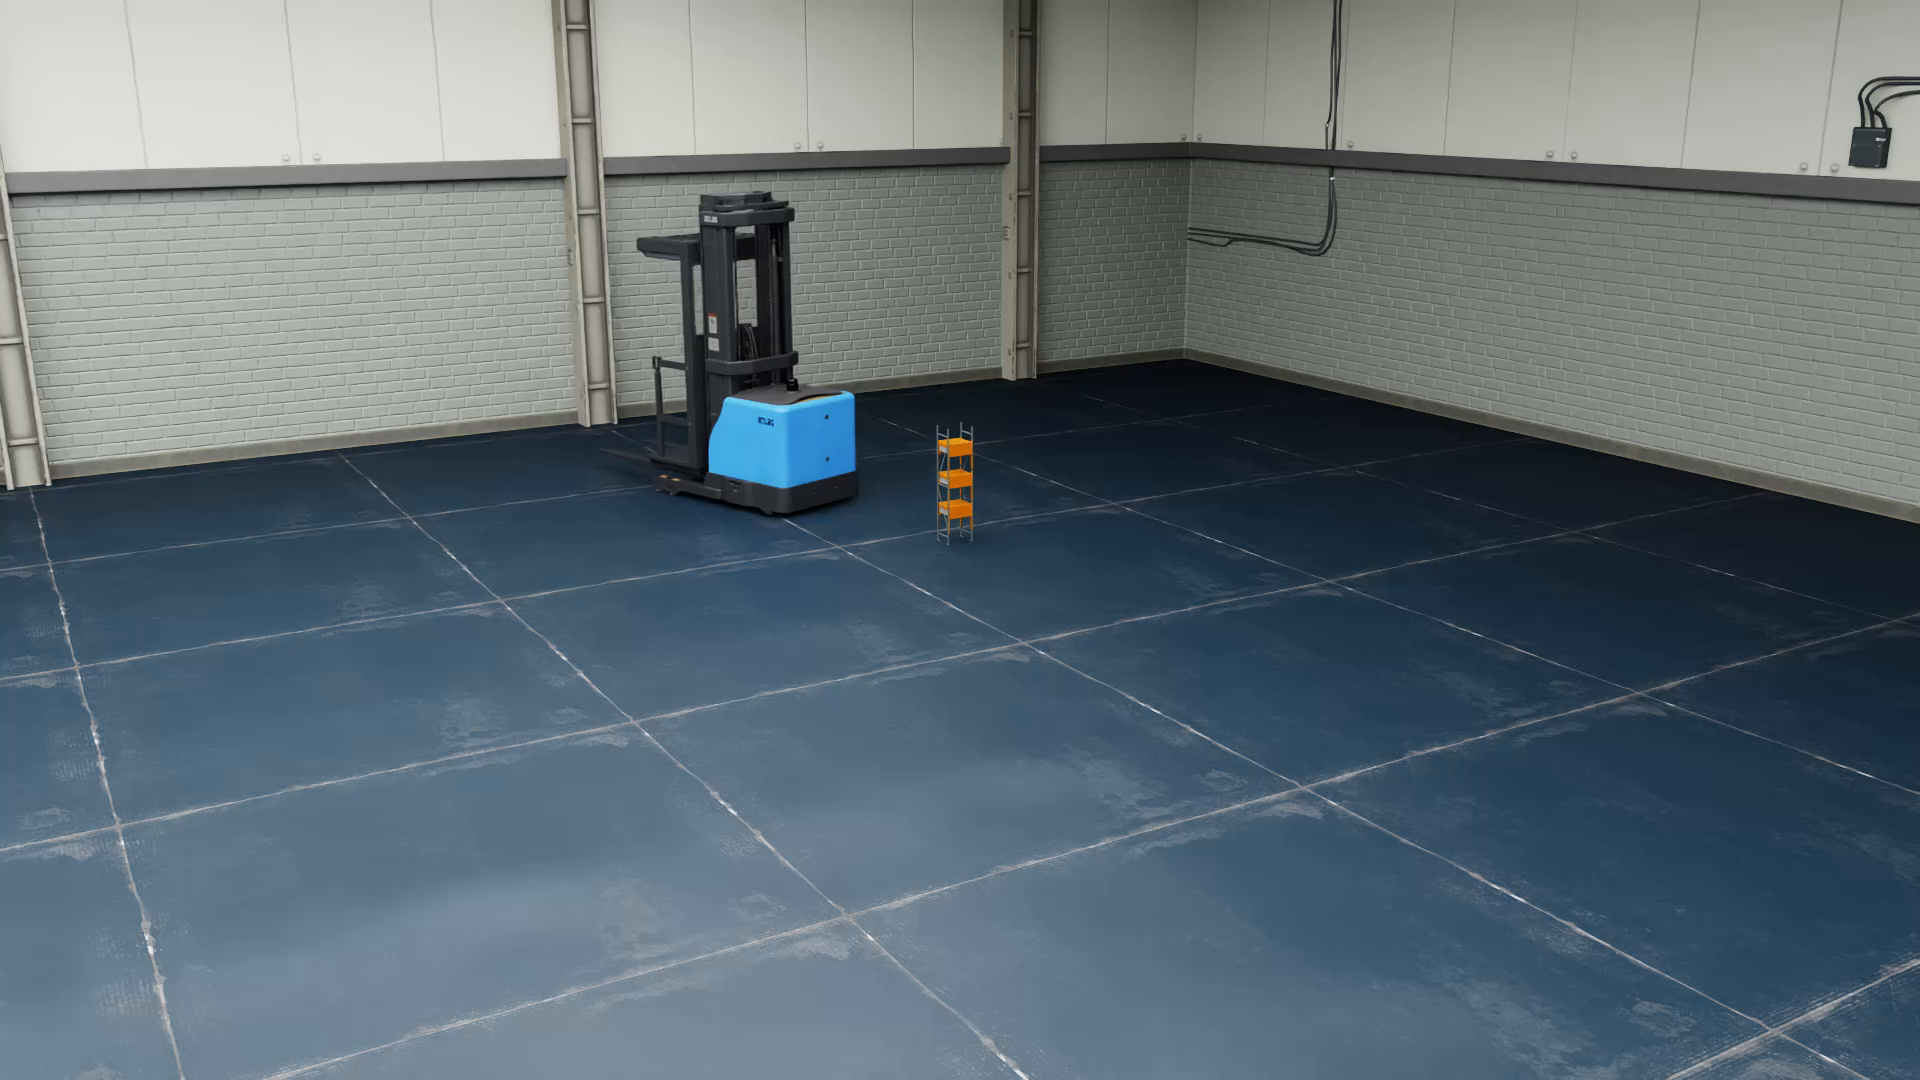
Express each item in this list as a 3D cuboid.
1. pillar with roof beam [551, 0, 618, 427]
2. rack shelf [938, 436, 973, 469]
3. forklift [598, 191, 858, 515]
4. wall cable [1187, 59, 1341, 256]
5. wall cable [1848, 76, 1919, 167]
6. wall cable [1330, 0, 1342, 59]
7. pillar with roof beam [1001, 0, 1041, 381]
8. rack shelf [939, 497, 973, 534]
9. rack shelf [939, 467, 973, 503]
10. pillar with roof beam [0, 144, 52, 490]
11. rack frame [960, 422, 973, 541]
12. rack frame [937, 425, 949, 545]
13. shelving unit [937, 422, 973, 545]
[{"bbox_3d":[-2.118,-4.737,15.138,0.400,9.000,9.100,-9,18,-30],"label":"pillar with roof beam"},{"bbox_3d":[-0.046,-0.761,14.668,0.240,0.259,0.215,-9,18,-30],"label":"rack shelf"},{"bbox_3d":[-2.444,-1.953,16.448,3.031,2.935,1.130,13,20,39],"label":"forklift"},{"bbox_3d":[4.014,-5.176,22.455,0.112,2.526,3.097,-9,18,-30],"label":"wall cable"},{"bbox_3d":[8.890,-6.110,13.734,0.169,6.003,2.305,-9,18,-30],"label":"wall cable"},{"bbox_3d":[5.408,-6.982,19.541,0.112,2.526,3.097,-9,18,-30],"label":"wall cable"},{"bbox_3d":[3.025,-5.572,18.114,0.400,9.000,9.100,-9,18,-30],"label":"pillar with roof beam"},{"bbox_3d":[-0.046,-0.220,14.819,0.240,0.259,0.215,-9,18,-30],"label":"rack shelf"},{"bbox_3d":[-0.046,-0.488,14.744,0.240,0.259,0.215,-9,18,-30],"label":"rack shelf"},{"bbox_3d":[-7.261,-3.903,12.163,0.400,9.000,9.100,-9,18,-30],"label":"pillar with roof beam"},{"bbox_3d":[0.059,-0.515,14.802,0.008,1.050,0.200,-9,18,-30],"label":"rack frame"},{"bbox_3d":[-0.150,-0.481,14.681,0.008,1.050,0.200,-9,18,-30],"label":"rack frame"},{"bbox_3d":[-0.046,-0.498,14.742,0.252,1.050,0.215,-9,18,-30],"label":"shelving unit"}]
